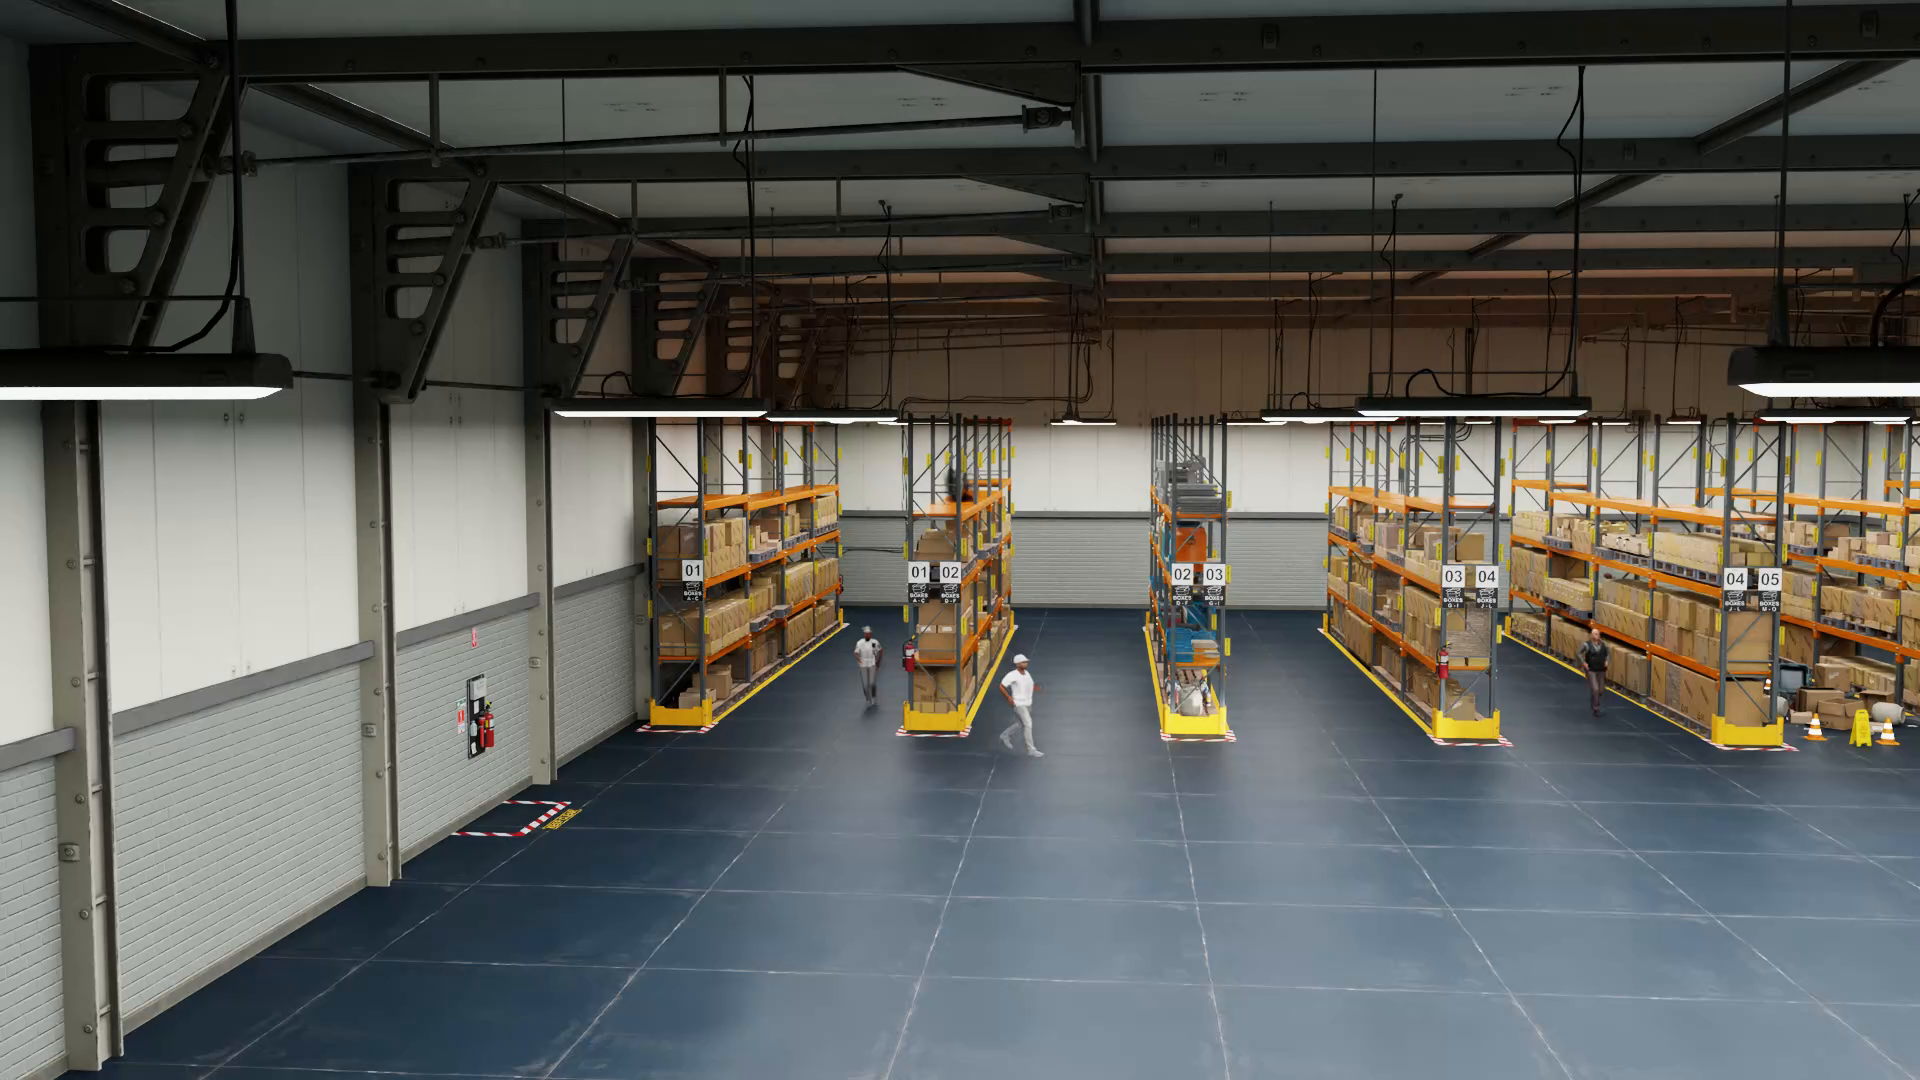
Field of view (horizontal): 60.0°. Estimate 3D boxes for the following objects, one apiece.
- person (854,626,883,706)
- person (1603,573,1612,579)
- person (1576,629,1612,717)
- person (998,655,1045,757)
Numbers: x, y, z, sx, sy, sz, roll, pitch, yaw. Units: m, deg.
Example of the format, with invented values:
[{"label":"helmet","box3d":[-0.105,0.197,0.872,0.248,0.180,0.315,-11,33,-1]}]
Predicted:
[{"label":"person","box3d":[-1.904,2.593,34.084,0.550,1.660,0.566,0,4,3]},{"label":"person","box3d":[18.478,1.751,47.243,0.716,1.642,0.523,1,4,10]},{"label":"person","box3d":[12.671,2.634,33.216,0.669,1.716,0.767,0,4,0]},{"label":"person","box3d":[1.072,2.866,29.018,0.987,1.745,0.707,3,5,34]}]
